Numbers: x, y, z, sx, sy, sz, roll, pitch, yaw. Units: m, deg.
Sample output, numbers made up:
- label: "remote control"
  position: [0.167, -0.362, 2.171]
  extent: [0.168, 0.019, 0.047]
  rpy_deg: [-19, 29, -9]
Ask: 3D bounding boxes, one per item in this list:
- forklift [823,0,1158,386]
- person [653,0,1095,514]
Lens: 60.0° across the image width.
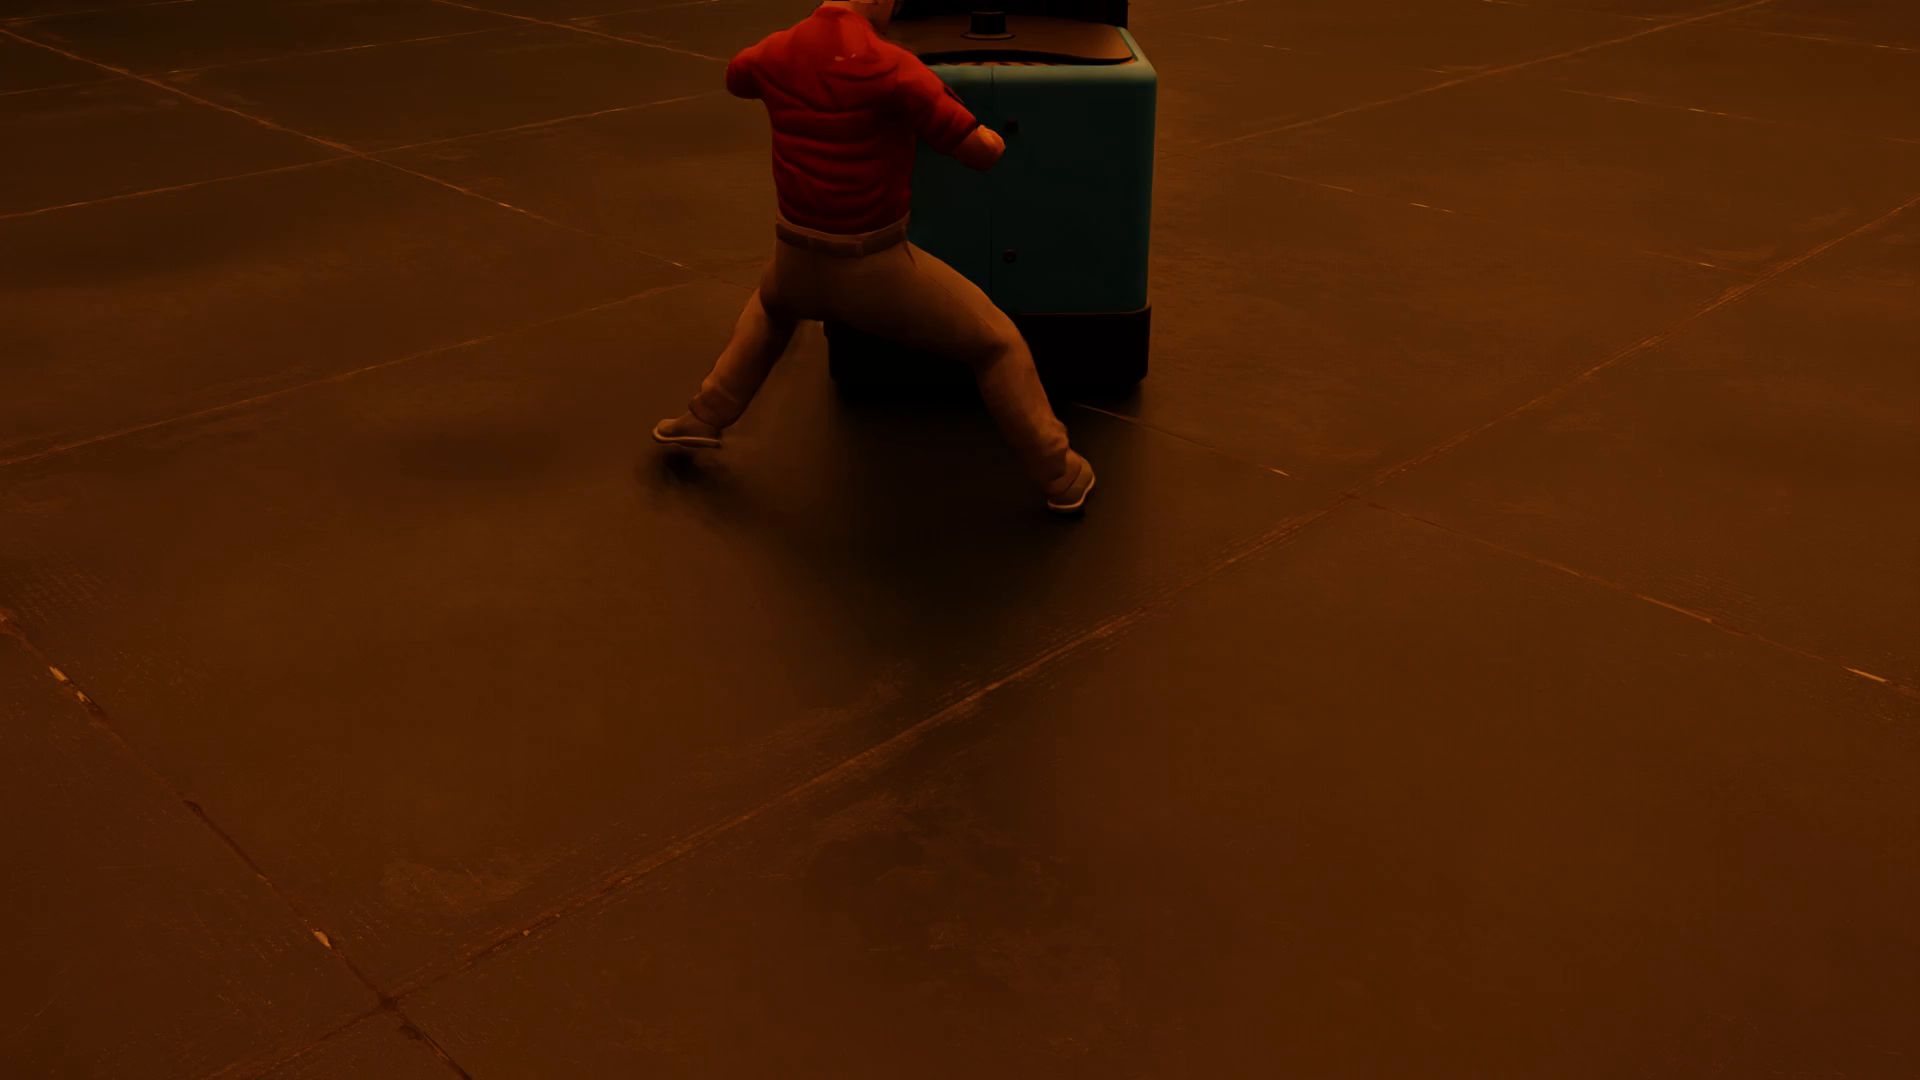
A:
- label: "forklift"
  position: [0.064, -2.422, 6.153]
  extent: [1.130, 2.935, 3.031]
  rpy_deg: [-1, 26, -1]
- label: "person"
  position: [-0.254, -0.880, 4.618]
  extent: [1.310, 1.512, 0.706]
  rpy_deg: [17, 31, 31]
